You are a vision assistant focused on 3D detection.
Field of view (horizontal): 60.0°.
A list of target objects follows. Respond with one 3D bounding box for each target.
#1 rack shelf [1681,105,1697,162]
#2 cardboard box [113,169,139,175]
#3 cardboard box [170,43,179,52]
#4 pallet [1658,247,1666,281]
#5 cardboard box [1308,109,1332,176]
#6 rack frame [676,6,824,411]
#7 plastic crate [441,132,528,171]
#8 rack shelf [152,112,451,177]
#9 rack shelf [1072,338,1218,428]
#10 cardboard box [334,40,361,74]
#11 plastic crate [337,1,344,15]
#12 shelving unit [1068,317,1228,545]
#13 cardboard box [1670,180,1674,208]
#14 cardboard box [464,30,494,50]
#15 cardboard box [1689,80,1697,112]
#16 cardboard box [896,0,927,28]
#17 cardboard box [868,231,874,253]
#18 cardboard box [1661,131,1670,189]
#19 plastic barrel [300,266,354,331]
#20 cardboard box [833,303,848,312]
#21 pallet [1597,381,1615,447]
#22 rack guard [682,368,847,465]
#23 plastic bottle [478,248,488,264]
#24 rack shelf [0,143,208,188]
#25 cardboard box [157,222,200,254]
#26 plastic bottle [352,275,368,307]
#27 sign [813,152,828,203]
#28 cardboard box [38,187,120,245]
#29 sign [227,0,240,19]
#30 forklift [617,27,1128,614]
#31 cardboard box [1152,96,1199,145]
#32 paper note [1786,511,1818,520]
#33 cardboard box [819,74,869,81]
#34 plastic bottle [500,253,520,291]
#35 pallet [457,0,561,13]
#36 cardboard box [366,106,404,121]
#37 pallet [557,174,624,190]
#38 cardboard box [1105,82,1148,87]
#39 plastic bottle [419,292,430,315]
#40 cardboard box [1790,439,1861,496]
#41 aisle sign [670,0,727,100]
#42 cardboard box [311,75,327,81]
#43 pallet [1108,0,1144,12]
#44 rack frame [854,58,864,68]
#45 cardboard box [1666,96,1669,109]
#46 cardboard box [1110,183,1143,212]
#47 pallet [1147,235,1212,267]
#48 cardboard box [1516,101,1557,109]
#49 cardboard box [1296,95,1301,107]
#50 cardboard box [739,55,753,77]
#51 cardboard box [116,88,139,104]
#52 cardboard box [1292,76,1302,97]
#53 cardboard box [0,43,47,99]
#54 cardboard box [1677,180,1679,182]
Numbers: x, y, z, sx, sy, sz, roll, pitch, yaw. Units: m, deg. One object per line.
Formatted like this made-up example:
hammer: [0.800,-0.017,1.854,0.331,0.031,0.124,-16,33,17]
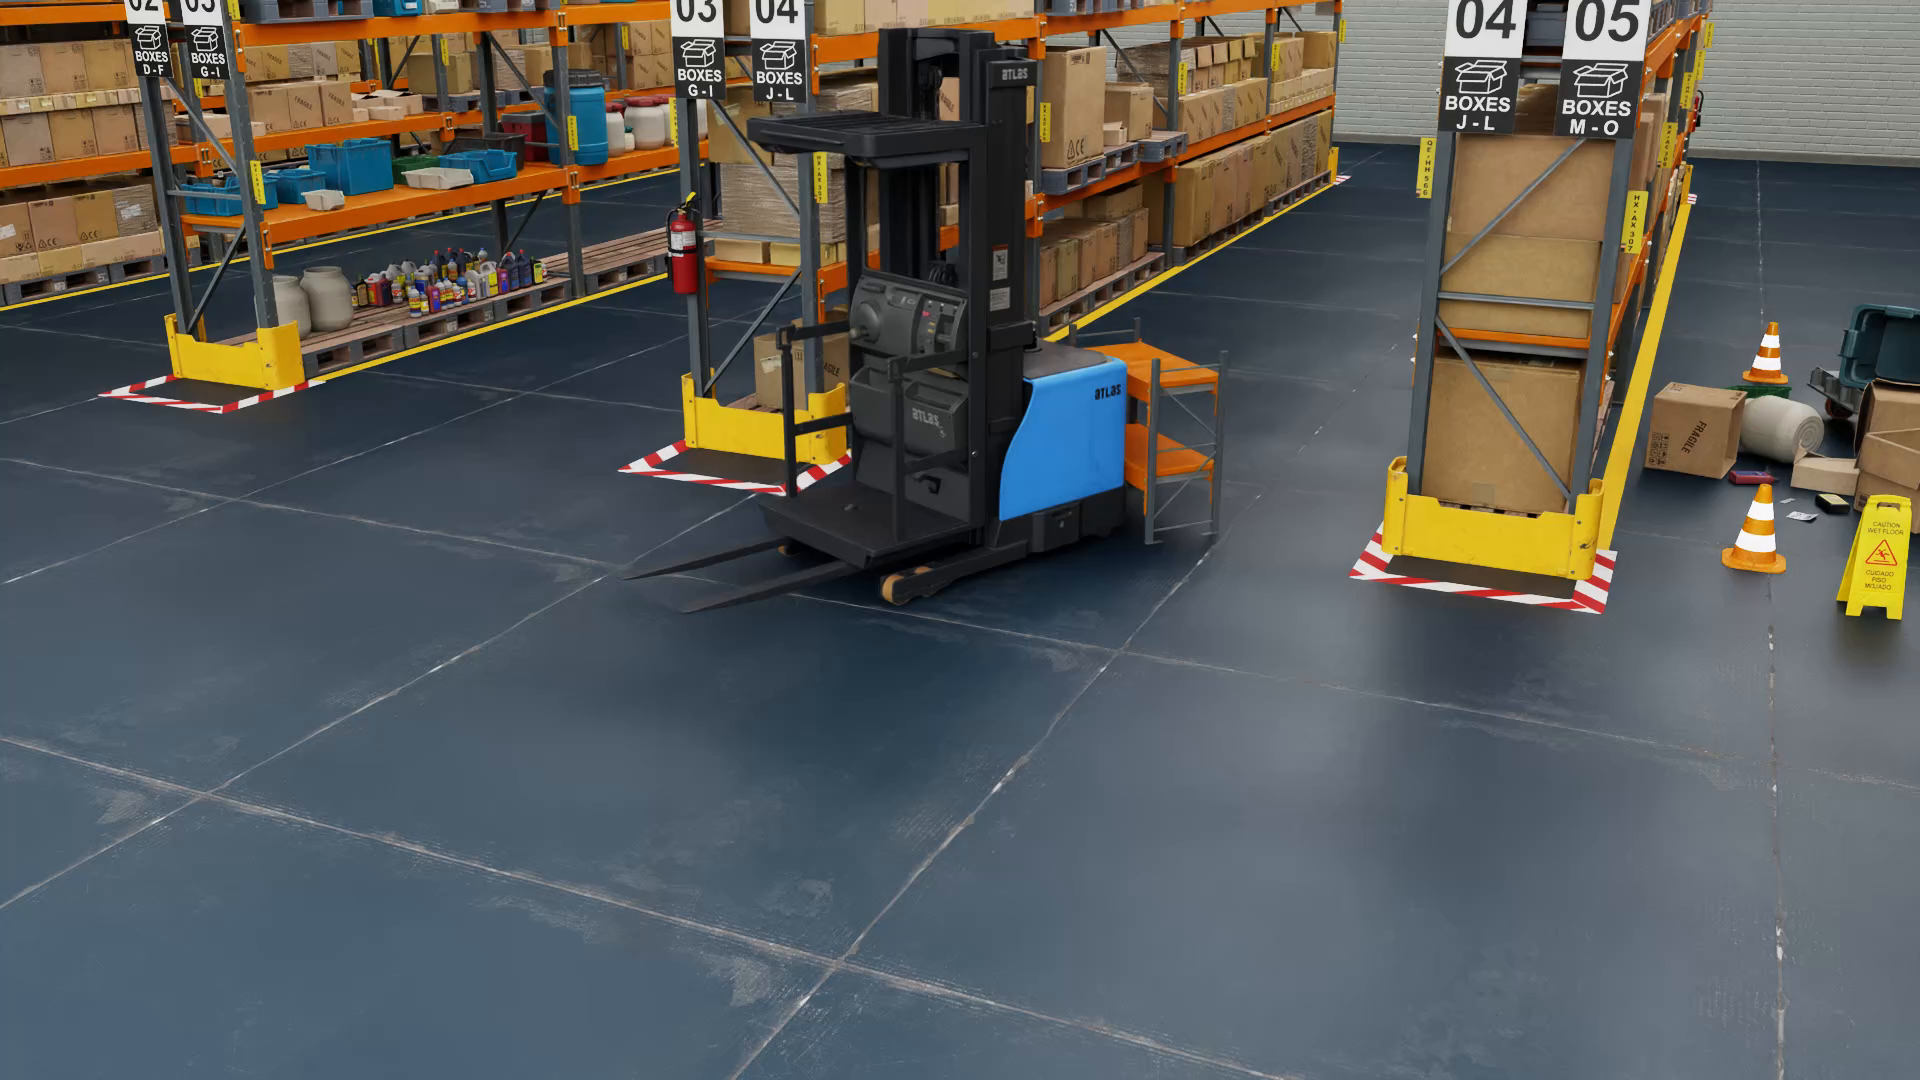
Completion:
rack shelf: [8.808,-5.261,21.358,1.077,0.370,4.000,9,21,23]
cardboard box: [-11.937,-5.318,23.520,0.700,0.500,0.500,9,21,23]
cardboard box: [-11.257,-7.178,23.934,0.500,0.250,0.500,9,22,24]
pallet: [7.173,-3.062,18.264,1.003,0.211,1.213,9,21,23]
cardboard box: [4.954,-5.913,24.662,0.875,0.875,0.875,9,21,23]
rack frame: [-1.409,-2.031,11.204,1.000,3.000,0.127,9,21,23]
plastic crate: [-4.620,-3.762,16.163,0.767,0.338,0.504,9,21,23]
rack shelf: [-7.988,-4.887,20.308,1.077,0.370,4.000,9,21,23]
rack shelf: [1.124,-0.971,10.148,0.538,0.278,1.000,-9,21,-23]
cardboard box: [-10.011,-7.760,26.689,0.500,0.500,0.500,8,21,22]
plastic crate: [-5.421,-4.741,14.371,0.392,0.384,0.575,9,21,23]
shelving unit: [1.124,-0.696,10.246,0.538,1.125,1.048,-9,21,-23]
cardboard box: [7.488,-3.781,18.107,0.500,0.250,0.500,8,21,20]
cardboard box: [-8.901,-8.722,29.569,0.980,0.700,0.700,8,21,22]
cardboard box: [8.857,-5.594,20.628,0.500,0.500,0.500,8,21,22]
cardboard box: [-0.564,-3.795,11.911,0.500,0.250,0.500,8,21,22]
cardboard box: [-0.839,-2.116,11.816,0.380,0.149,0.250,9,21,23]
cardboard box: [6.206,-3.486,15.145,0.500,0.500,0.500,9,21,23]
plastic barrel: [-5.522,-2.102,14.488,0.421,0.512,0.421,0,20,0]
cardboard box: [-0.651,-1.616,13.141,0.500,0.500,0.500,11,22,28]
pallet: [4.330,-1.007,12.486,1.003,0.211,1.213,9,21,23]
rack guard: [-1.378,-0.877,11.689,1.175,0.500,0.348,9,21,23]
plastic bottle: [-4.820,-2.818,16.832,0.097,0.271,0.097,0,20,0]
rack shelf: [-9.626,-3.664,16.869,1.077,0.370,4.000,9,21,23]
cardboard box: [-8.798,-3.345,18.375,0.500,0.250,0.500,9,21,23]
plastic bottle: [-5.544,-2.298,15.352,0.061,0.283,0.133,9,22,24]
sign: [-0.914,-2.365,10.850,0.100,0.325,0.005,9,21,23]
cardboard box: [-9.214,-3.394,17.393,0.500,0.500,0.500,9,21,23]
sign: [-5.427,-4.052,12.395,0.100,0.325,0.005,9,21,23]
forklift: [-0.448,-1.224,9.038,3.031,2.935,1.130,-16,25,-38]
cardboard box: [2.314,-4.635,18.377,0.500,0.500,0.500,9,22,24]
paper note: [5.249,-0.154,10.359,0.144,0.017,0.142,18,26,41]
cardboard box: [-1.003,-3.198,12.399,0.500,0.500,0.500,9,21,23]
plastic bottle: [-4.369,-2.598,16.094,0.144,0.351,0.185,7,21,20]
pallet: [-4.496,-5.024,15.425,1.213,0.211,1.003,9,21,23]
cardboard box: [-7.285,-5.406,21.069,0.380,0.149,0.250,9,21,23]
pallet: [-5.830,-5.492,25.098,1.003,0.211,1.213,9,21,23]
cardboard box: [1.682,-4.551,17.514,0.500,0.500,0.500,6,20,16]
plastic bottle: [-4.858,-2.143,15.038,0.097,0.201,0.097,0,20,0]
cardboard box: [5.689,-0.476,10.912,0.396,0.266,0.258,13,23,32]
aisle sign: [-1.708,-3.279,10.831,0.394,0.787,0.004,9,21,23]
cardboard box: [-10.216,-7.245,26.210,0.380,0.149,0.250,9,21,23]
pallet: [1.001,-5.071,15.554,1.213,0.211,1.003,9,21,23]
rack frame: [-1.014,-6.379,23.430,1.000,3.000,0.127,9,21,23]
cardboard box: [6.824,-4.323,16.507,0.380,0.149,0.250,8,21,21]
cardboard box: [1.620,-3.651,17.713,0.500,0.250,0.500,10,22,25]
pallet: [2.259,-3.394,19.197,1.003,0.211,1.213,9,21,23]
cardboard box: [3.855,-2.521,10.745,0.875,0.550,0.500,9,21,23]
cardboard box: [4.460,-6.023,22.802,0.380,0.149,0.250,9,21,23]
cardboard box: [-3.828,-8.156,28.276,0.500,0.500,0.500,9,22,24]
cardboard box: [-8.931,-4.699,17.588,0.380,0.149,0.250,8,21,21]
cardboard box: [4.352,-6.187,22.670,0.500,0.250,0.500,9,22,24]
cardboard box: [-9.599,-4.676,16.556,0.700,0.500,0.500,9,21,23]
cardboard box: [9.138,-4.610,21.640,0.380,0.149,0.250,10,22,25]
